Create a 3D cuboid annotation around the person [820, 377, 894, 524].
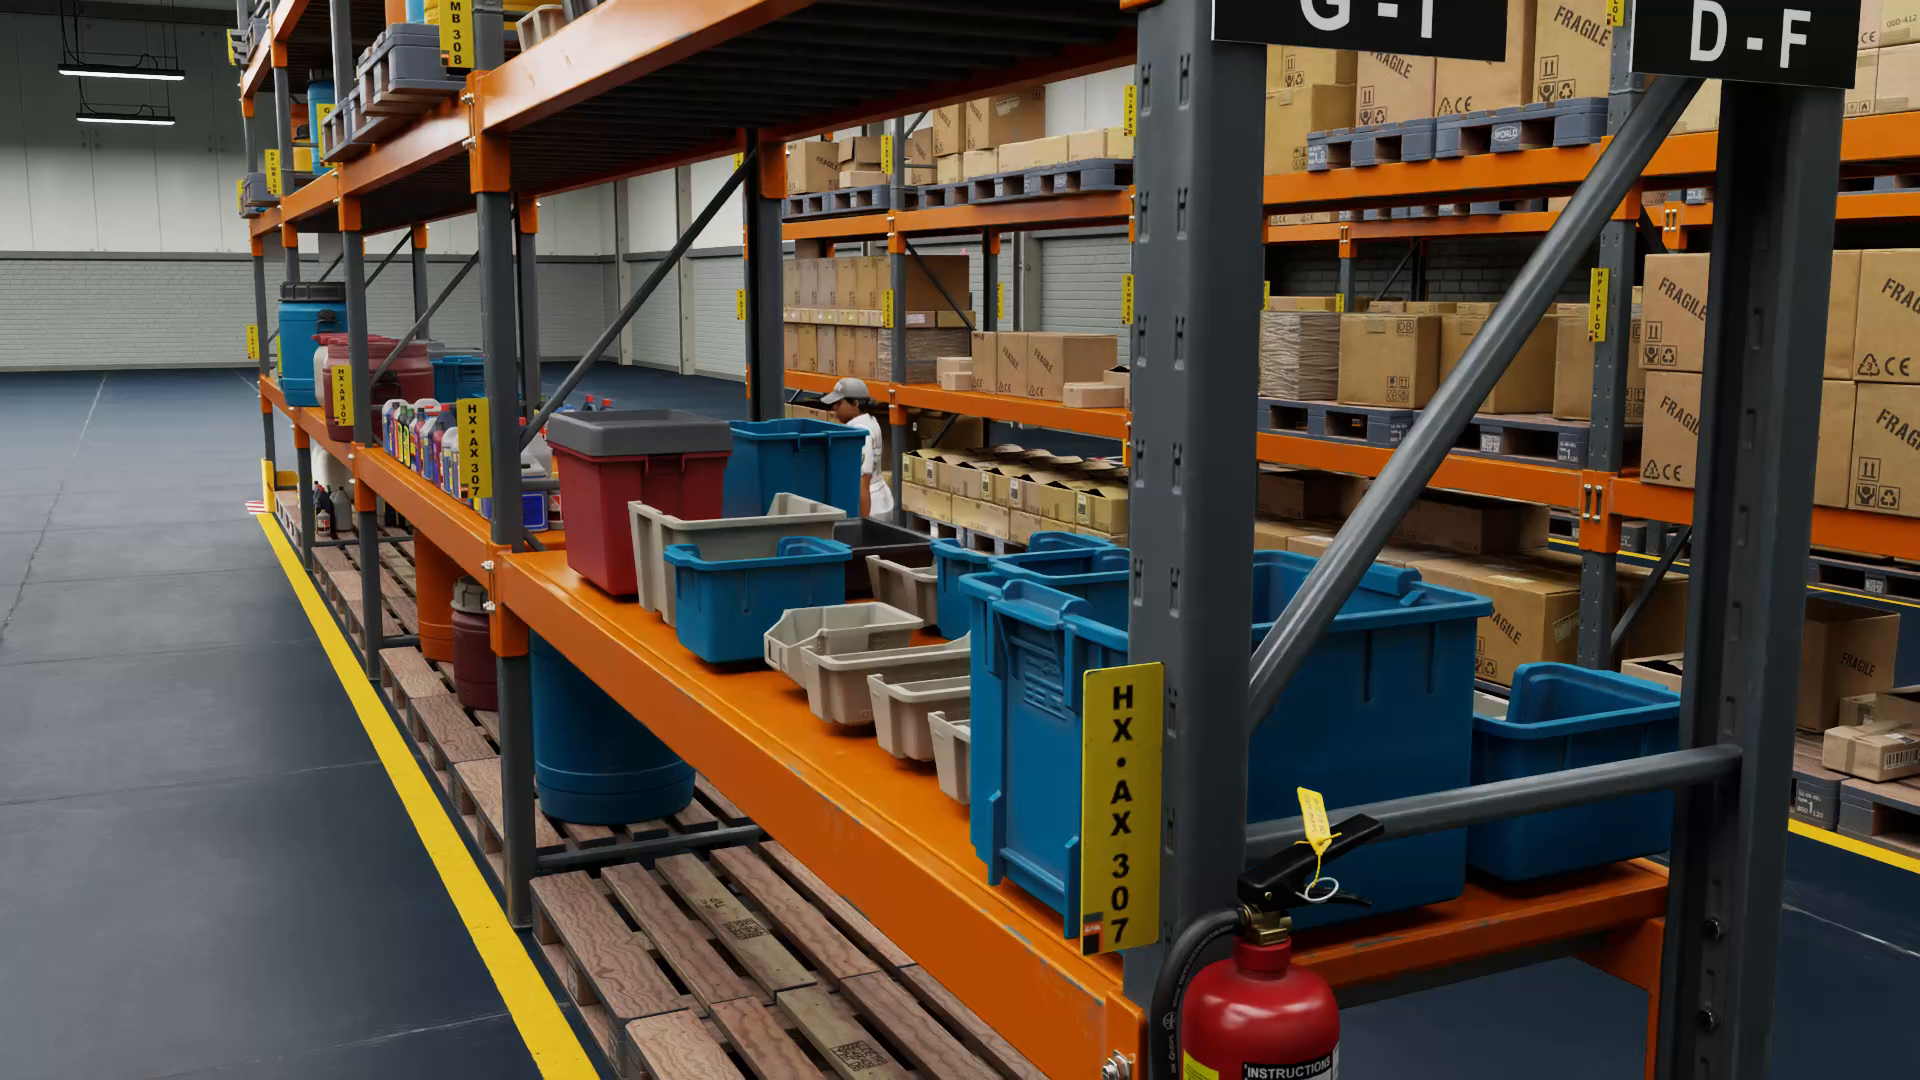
[{"bbox_3d":[-0.542,-0.133,9.717,0.848,1.640,0.553,1,9,8],"label":"person"}]
